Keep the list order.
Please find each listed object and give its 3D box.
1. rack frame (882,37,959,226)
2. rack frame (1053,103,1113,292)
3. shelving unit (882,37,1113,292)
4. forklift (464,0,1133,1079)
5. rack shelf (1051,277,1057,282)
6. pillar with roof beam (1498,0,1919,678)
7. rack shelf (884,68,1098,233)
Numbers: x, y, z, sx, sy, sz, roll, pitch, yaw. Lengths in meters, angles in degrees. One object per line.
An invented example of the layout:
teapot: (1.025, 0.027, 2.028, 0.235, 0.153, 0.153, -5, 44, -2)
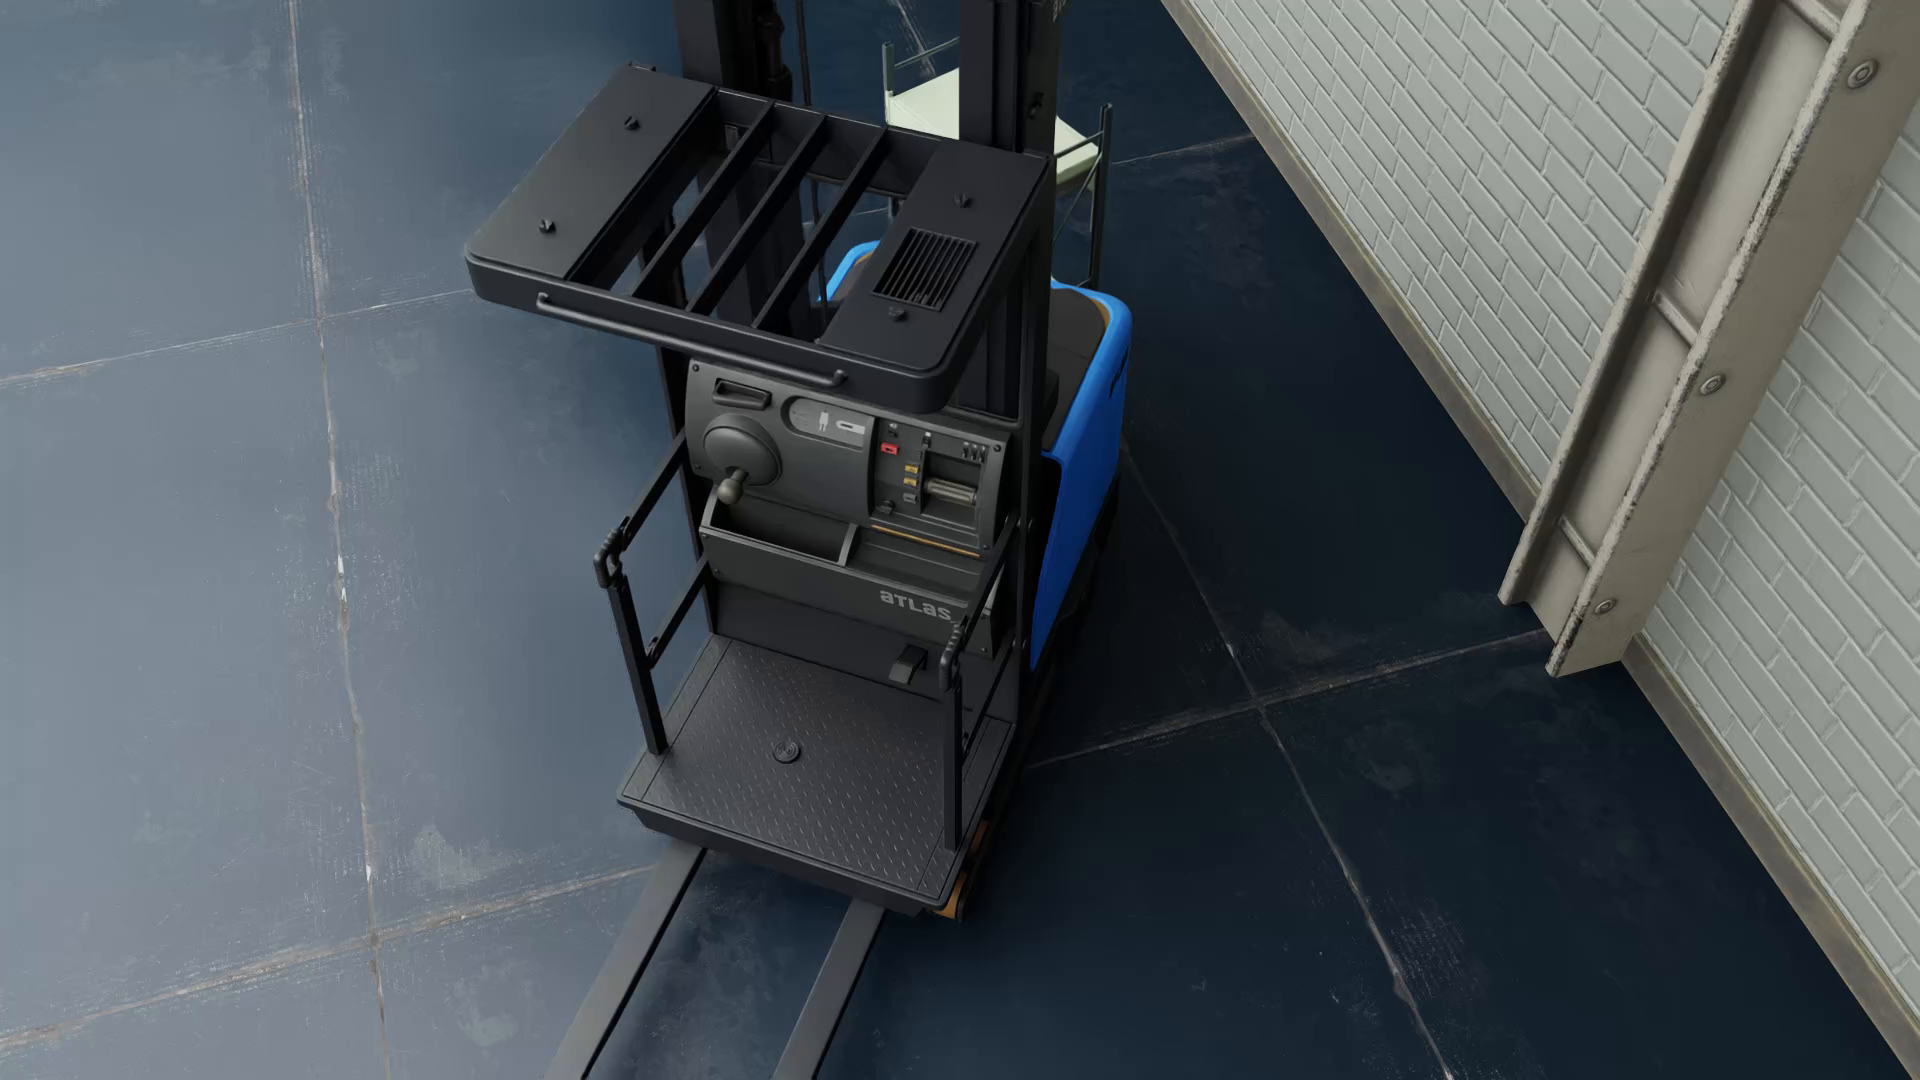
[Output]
rack frame: (-0.104, -1.308, 6.372, 0.400, 1.500, 0.023, -30, 56, -23)
rack frame: (0.342, -0.865, 5.998, 0.400, 1.500, 0.023, -30, 56, -23)
shelving unit: (0.119, -1.086, 6.185, 0.431, 1.500, 0.755, -30, 56, -23)
forklift: (-0.395, -0.121, 4.435, 1.130, 2.935, 3.031, 16, 52, 13)
rack shelf: (0.119, -0.876, 6.434, 0.431, 0.370, 0.720, -30, 56, -23)
pillar with roof beam: (-1.943, -1.621, 1.731, 9.100, 9.000, 0.400, -13, 51, -11)
rack shelf: (0.119, -1.338, 5.887, 0.431, 0.370, 0.720, -30, 56, -23)
